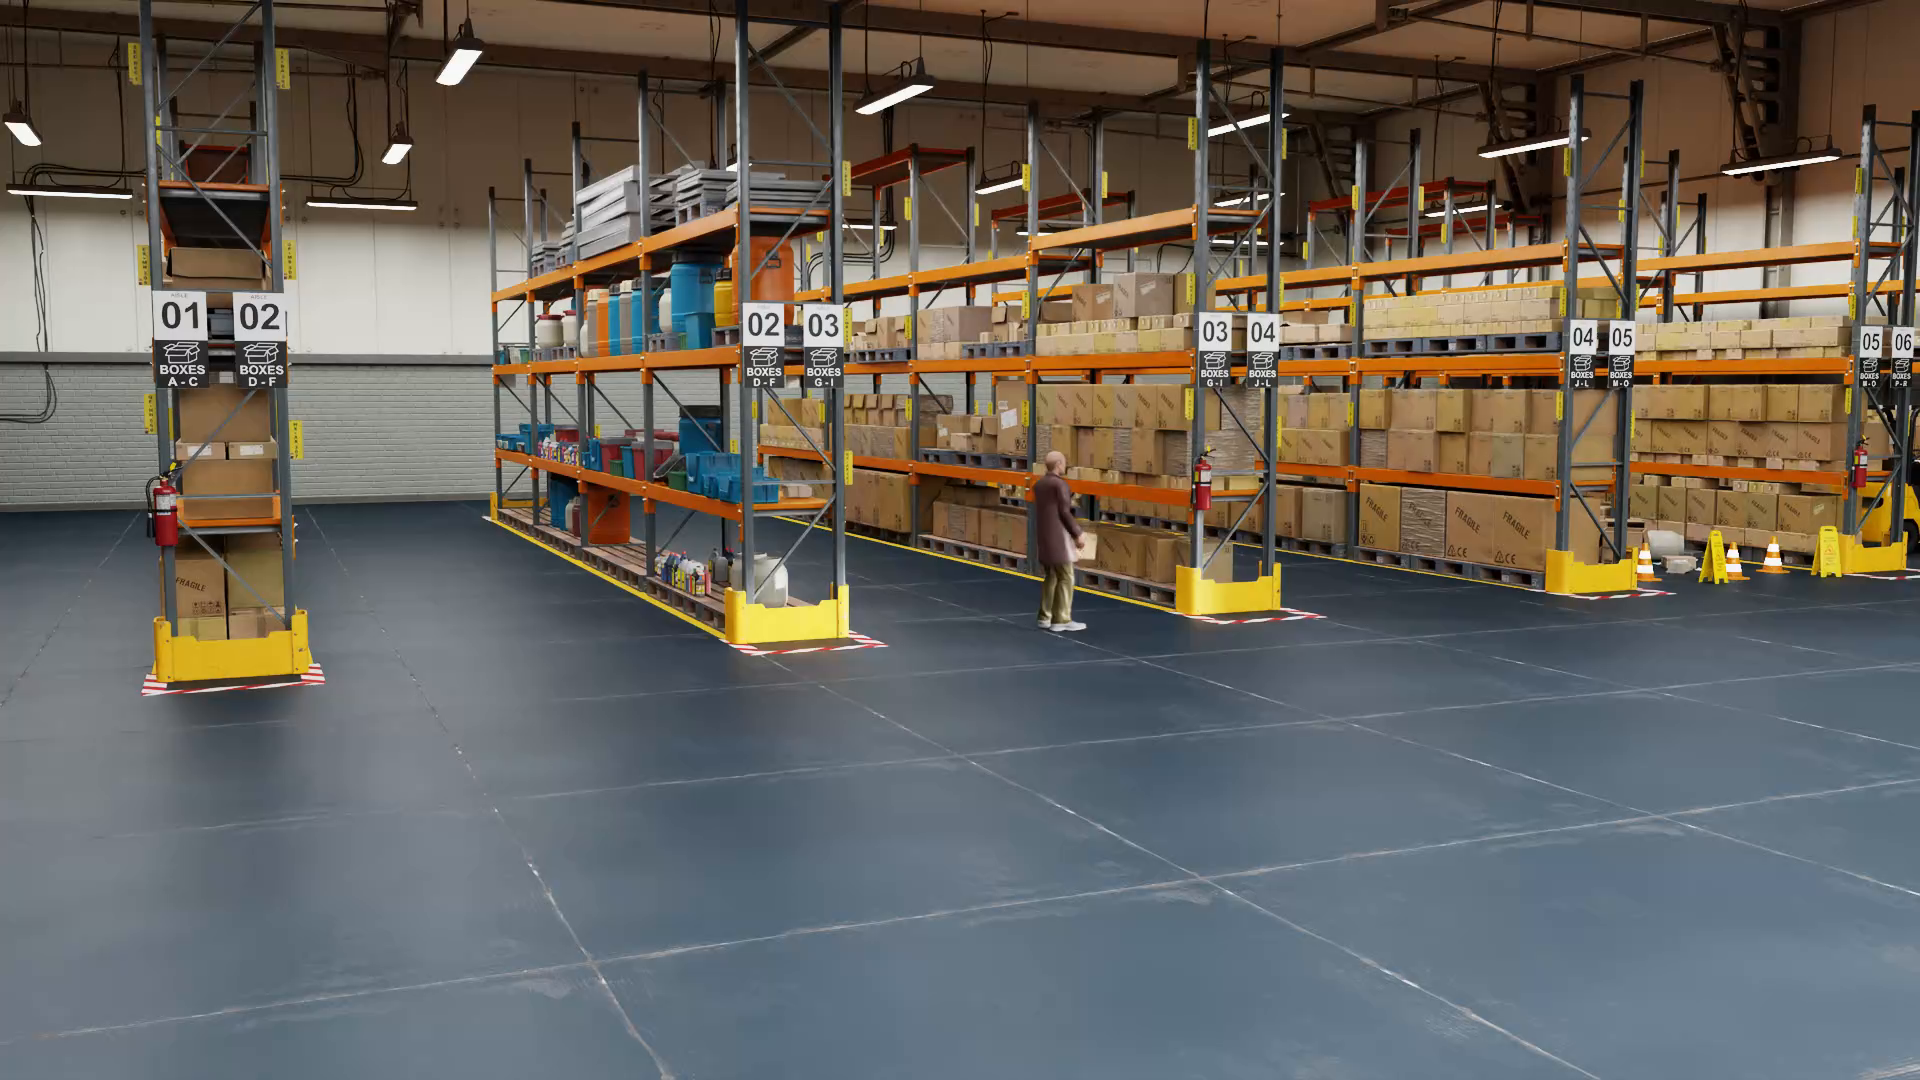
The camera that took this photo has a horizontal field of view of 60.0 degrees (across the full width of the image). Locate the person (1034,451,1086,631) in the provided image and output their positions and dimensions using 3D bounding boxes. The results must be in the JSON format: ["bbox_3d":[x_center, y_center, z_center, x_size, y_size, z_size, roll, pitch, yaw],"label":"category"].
[{"bbox_3d":[0.993,0.002,16.625,0.455,1.782,0.577,-2,6,-25],"label":"person"}]
